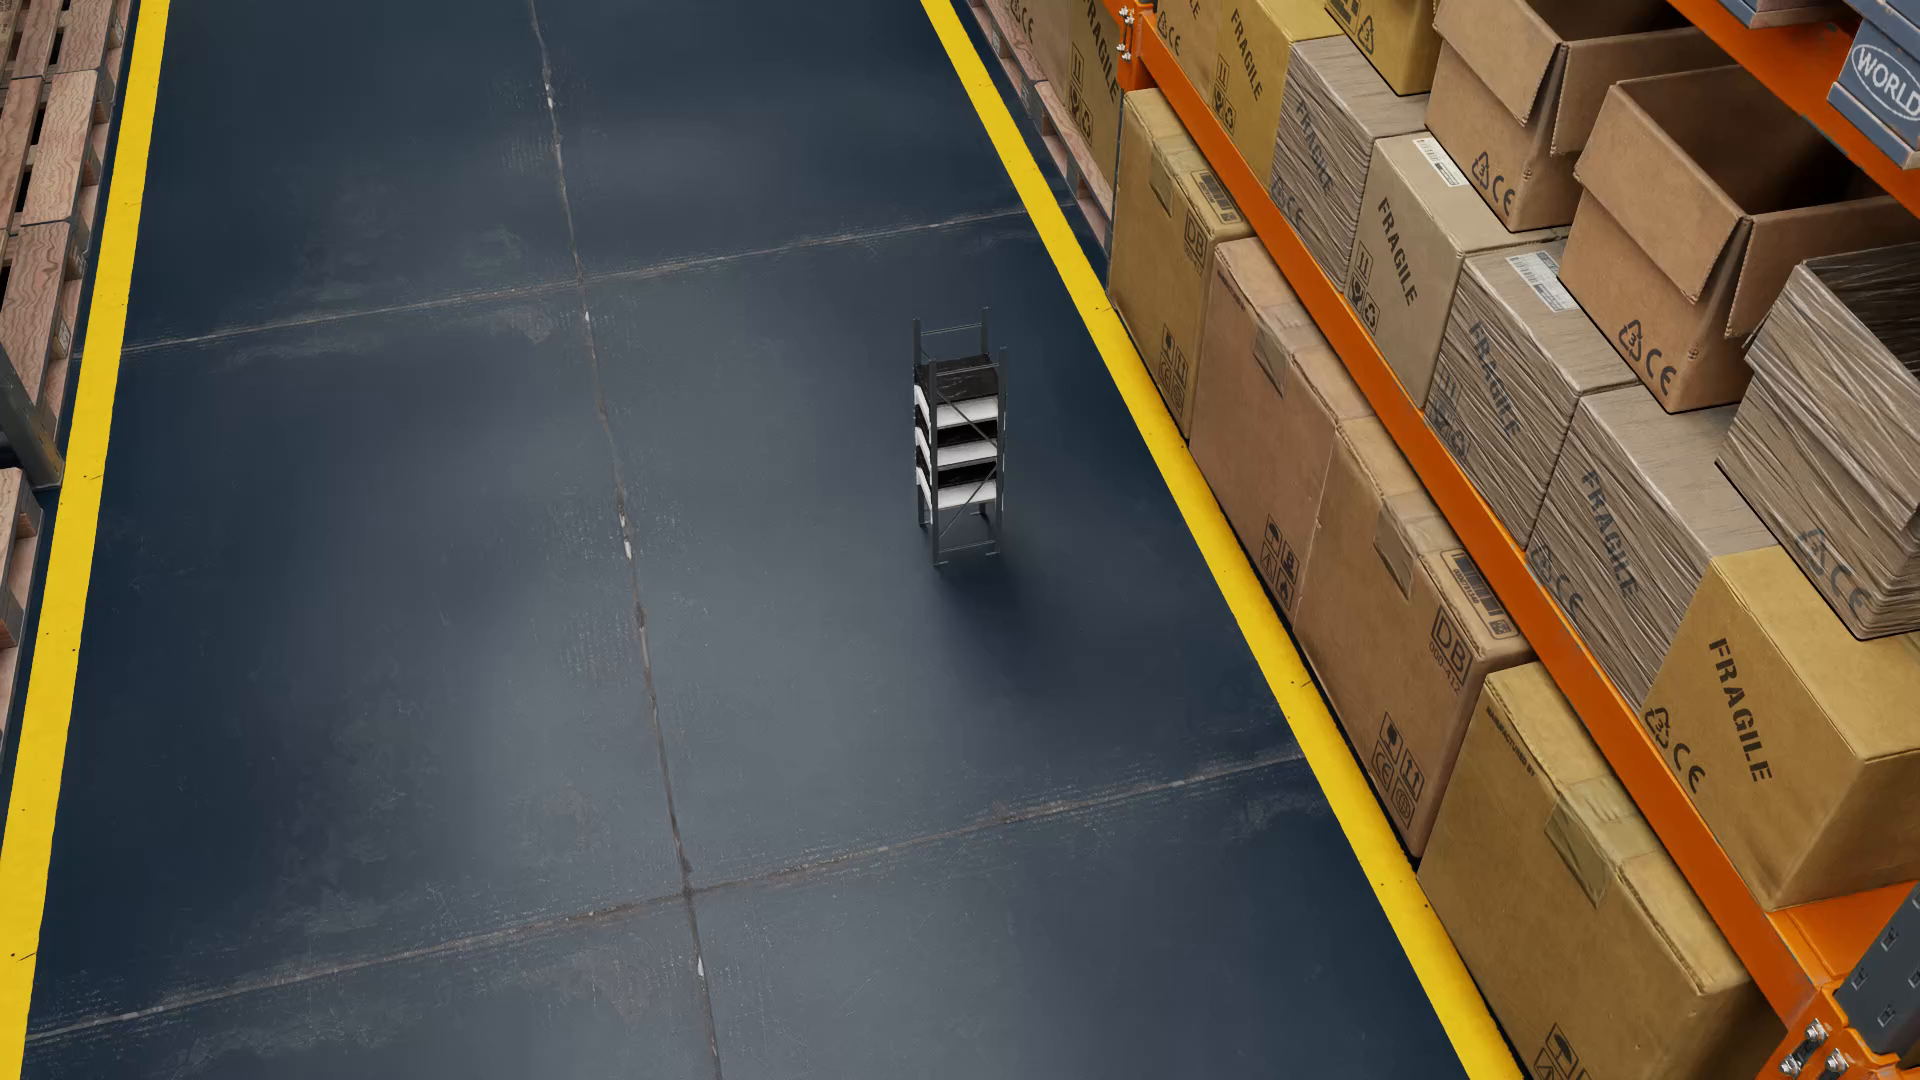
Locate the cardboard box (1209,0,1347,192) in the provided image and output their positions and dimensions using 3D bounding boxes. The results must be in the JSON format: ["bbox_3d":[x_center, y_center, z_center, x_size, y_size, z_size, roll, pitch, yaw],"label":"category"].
[{"bbox_3d":[1.091,-1.419,4.970,0.500,0.500,0.500,-11,47,-10],"label":"cardboard box"}]

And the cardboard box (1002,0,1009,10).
[{"bbox_3d":[0.535,-3.204,7.983,0.875,0.875,0.875,-11,47,-10],"label":"cardboard box"}]

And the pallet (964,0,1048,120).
[{"bbox_3d":[0.650,-2.501,8.053,1.003,0.211,1.213,-11,47,-10],"label":"pallet"}]

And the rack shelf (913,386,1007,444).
[{"bbox_3d":[-0.002,-0.423,5.329,0.258,0.077,0.200,-11,47,-10],"label":"rack shelf"}]

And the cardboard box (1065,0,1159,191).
[{"bbox_3d":[0.993,-1.968,6.772,0.875,0.875,0.875,-11,47,-10],"label":"cardboard box"}]

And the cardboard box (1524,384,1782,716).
[{"bbox_3d":[1.621,-0.008,3.588,0.500,0.500,0.500,-11,47,-11],"label":"cardboard box"}]

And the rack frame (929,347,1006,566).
[{"bbox_3d":[0.024,-0.250,5.365,0.240,0.900,0.006,-11,47,-10],"label":"rack frame"}]

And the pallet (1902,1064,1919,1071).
[{"bbox_3d":[1.980,1.085,4.538,1.003,0.211,1.213,-11,47,-10],"label":"pallet"}]

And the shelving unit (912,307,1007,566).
[{"bbox_3d":[-0.002,-0.321,5.434,0.258,0.900,0.210,-11,47,-10],"label":"shelving unit"}]

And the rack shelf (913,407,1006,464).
[{"bbox_3d":[-0.002,-0.360,5.394,0.258,0.077,0.200,-11,47,-10],"label":"rack shelf"}]

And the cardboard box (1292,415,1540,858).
[{"bbox_3d":[1.732,0.167,4.680,1.225,0.875,0.875,-11,47,-10],"label":"cardboard box"}]

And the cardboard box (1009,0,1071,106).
[{"bbox_3d":[0.763,-2.589,7.381,0.875,0.875,0.875,-11,47,-10],"label":"cardboard box"}]

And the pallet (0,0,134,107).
[{"bbox_3d":[-4.553,-2.398,7.952,1.003,0.211,1.213,-11,47,-10],"label":"pallet"}]

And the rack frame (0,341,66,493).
[{"bbox_3d":[-3.703,-1.188,4.815,1.000,3.000,0.127,-11,47,-10],"label":"rack frame"}]

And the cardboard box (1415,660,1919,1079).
[{"bbox_3d":[1.953,0.784,4.075,1.225,0.875,0.875,-13,47,-12],"label":"cardboard box"}]

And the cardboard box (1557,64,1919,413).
[{"bbox_3d":[1.773,-0.677,3.541,0.797,0.503,0.637,-10,46,-9],"label":"cardboard box"}]

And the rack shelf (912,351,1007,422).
[{"bbox_3d":[-0.002,-0.486,5.265,0.258,0.077,0.200,-11,47,-10],"label":"rack shelf"}]

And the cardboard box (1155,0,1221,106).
[{"bbox_3d":[0.961,-1.766,5.310,0.500,0.500,0.500,-11,47,-10],"label":"cardboard box"}]

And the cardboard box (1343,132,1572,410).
[{"bbox_3d":[1.356,-0.717,4.283,0.500,0.500,0.500,-10,46,-10],"label":"cardboard box"}]

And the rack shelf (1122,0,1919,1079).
[{"bbox_3d":[1.597,-0.461,4.606,1.077,0.370,4.000,-11,47,-10],"label":"rack shelf"}]

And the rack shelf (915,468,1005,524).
[{"bbox_3d":[-0.002,-0.171,5.586,0.258,0.077,0.200,-11,47,-10],"label":"rack shelf"}]

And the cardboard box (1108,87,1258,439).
[{"bbox_3d":[1.268,-1.059,5.881,1.225,0.875,0.875,-11,47,-10],"label":"cardboard box"}]

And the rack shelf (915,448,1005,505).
[{"bbox_3d":[-0.002,-0.234,5.522,0.258,0.077,0.200,-11,47,-10],"label":"rack shelf"}]

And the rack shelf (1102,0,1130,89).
[{"bbox_3d":[0.573,-3.223,7.312,1.077,0.370,4.000,-11,47,-10],"label":"rack shelf"}]

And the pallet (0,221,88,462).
[{"bbox_3d":[-3.929,-0.713,6.301,1.003,0.211,1.213,-11,47,-10],"label":"pallet"}]

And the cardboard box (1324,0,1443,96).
[{"bbox_3d":[1.421,-1.565,4.411,0.797,0.503,0.637,-10,46,-10],"label":"cardboard box"}]

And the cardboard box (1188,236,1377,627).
[{"bbox_3d":[1.498,-0.442,5.277,1.225,0.875,0.875,-12,47,-12],"label":"cardboard box"}]

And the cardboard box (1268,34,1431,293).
[{"bbox_3d":[1.218,-1.073,4.632,0.500,0.500,0.500,-12,47,-11],"label":"cardboard box"}]

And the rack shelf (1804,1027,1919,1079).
[{"bbox_3d":[2.621,2.300,1.899,1.077,0.370,4.000,-11,47,-10],"label":"rack shelf"}]

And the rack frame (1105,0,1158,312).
[{"bbox_3d":[1.085,-2.094,5.702,1.000,3.000,0.127,-11,47,-10],"label":"rack frame"}]

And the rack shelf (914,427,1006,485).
[{"bbox_3d":[-0.002,-0.297,5.458,0.258,0.077,0.200,-11,47,-10],"label":"rack shelf"}]

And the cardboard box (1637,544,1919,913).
[{"bbox_3d":[1.743,0.337,3.249,0.500,0.500,0.500,-9,46,-9],"label":"cardboard box"}]

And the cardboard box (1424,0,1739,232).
[{"bbox_3d":[1.595,-1.139,3.993,0.797,0.503,0.637,-9,46,-9],"label":"cardboard box"}]

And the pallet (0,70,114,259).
[{"bbox_3d":[-4.244,-1.557,7.128,1.003,0.211,1.213,-11,47,-10],"label":"pallet"}]

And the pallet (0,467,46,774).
[{"bbox_3d":[-3.546,0.328,5.281,1.003,0.211,1.213,-11,47,-10],"label":"pallet"}]

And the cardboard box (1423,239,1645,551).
[{"bbox_3d":[1.485,-0.366,3.939,0.500,0.500,0.500,-12,47,-12],"label":"cardboard box"}]

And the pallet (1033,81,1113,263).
[{"bbox_3d":[0.966,-1.657,7.226,1.003,0.211,1.213,-11,47,-10],"label":"pallet"}]

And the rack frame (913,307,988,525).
[{"bbox_3d":[-0.028,-0.391,5.503,0.240,0.900,0.006,-11,47,-10],"label":"rack frame"}]

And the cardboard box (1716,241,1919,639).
[{"bbox_3d":[1.938,-0.226,3.099,0.797,0.503,0.637,-9,46,-9],"label":"cardboard box"}]
